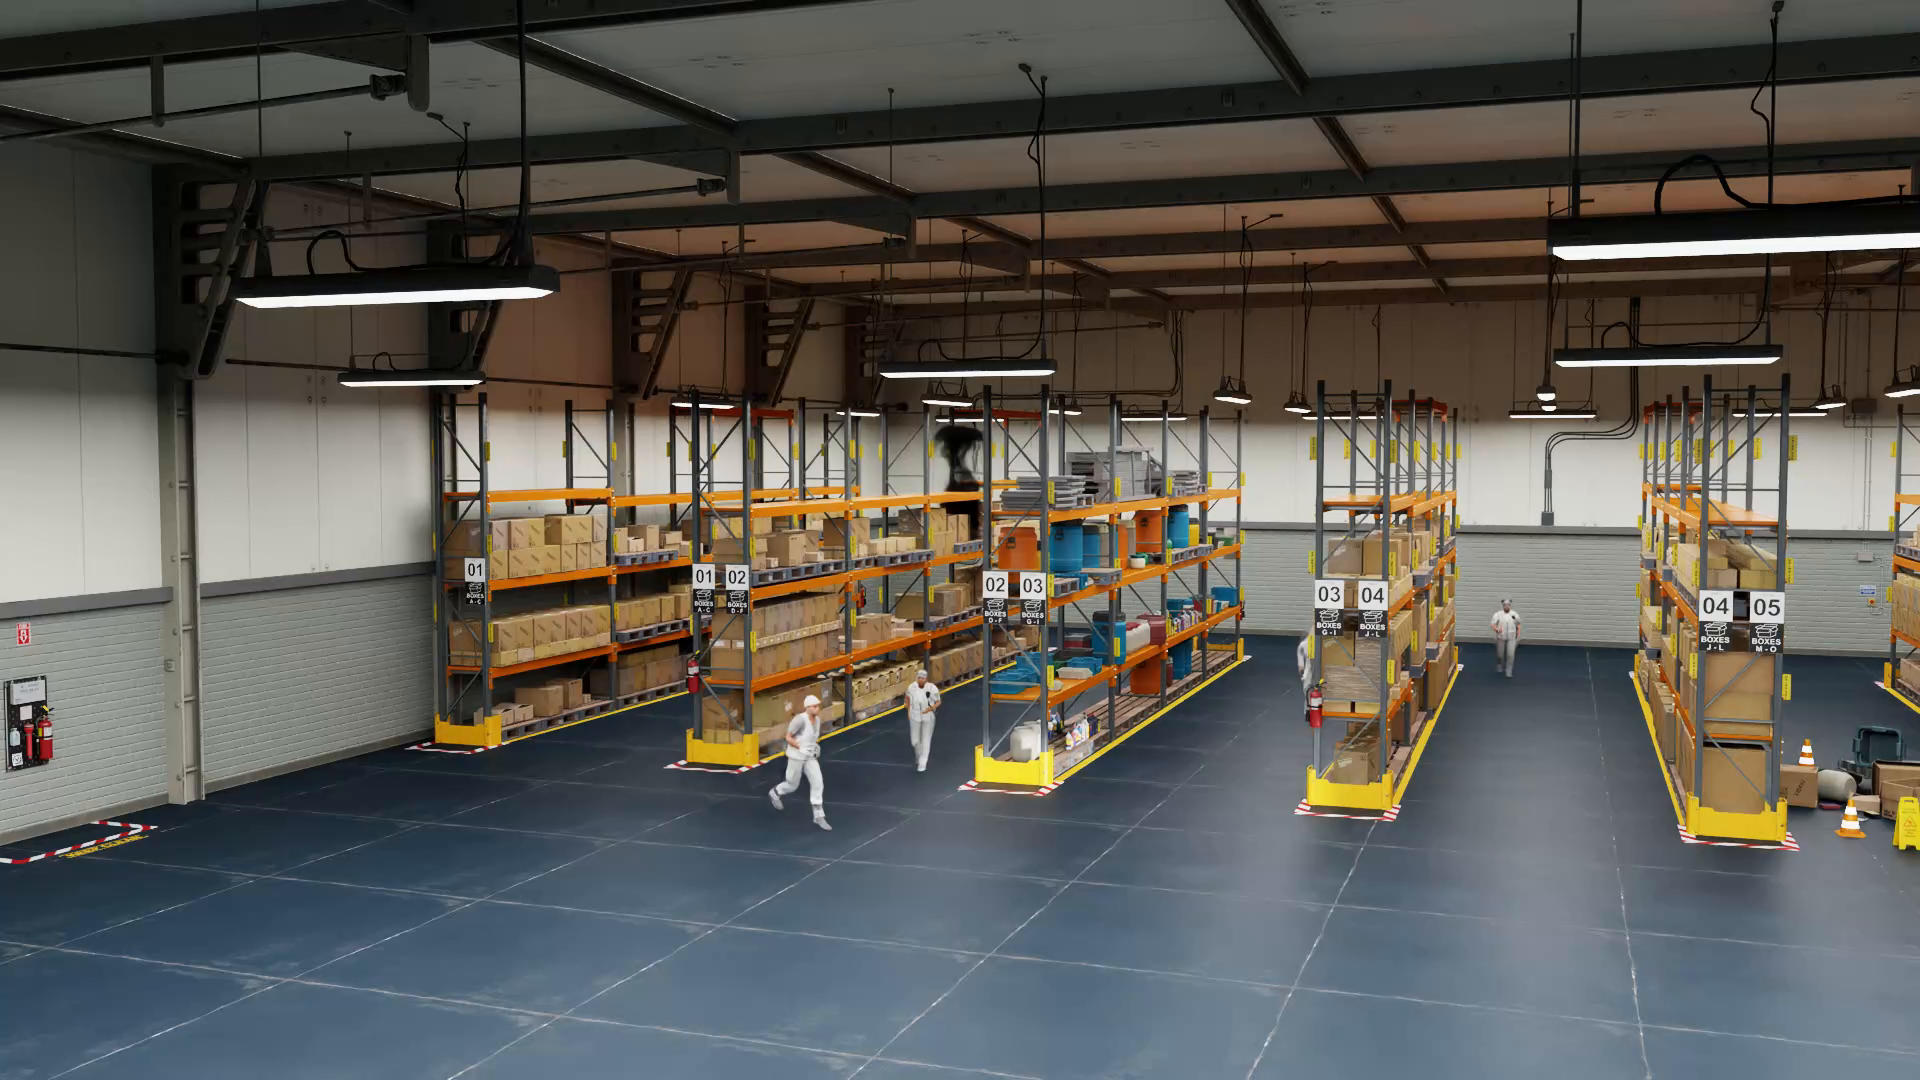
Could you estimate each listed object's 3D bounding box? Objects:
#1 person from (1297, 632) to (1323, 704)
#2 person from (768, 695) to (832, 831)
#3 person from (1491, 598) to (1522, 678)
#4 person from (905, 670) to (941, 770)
[{"bbox_3d":[6.810,2.528,31.727,0.716,1.626,1.062,1,3,25],"label":"person"},{"bbox_3d":[-2.146,2.940,22.266,1.131,1.771,0.659,2,4,39],"label":"person"},{"bbox_3d":[12.158,2.159,36.983,0.674,1.740,0.782,1,3,12],"label":"person"},{"bbox_3d":[-0.585,2.815,26.023,0.580,1.607,0.595,0,3,4],"label":"person"}]
